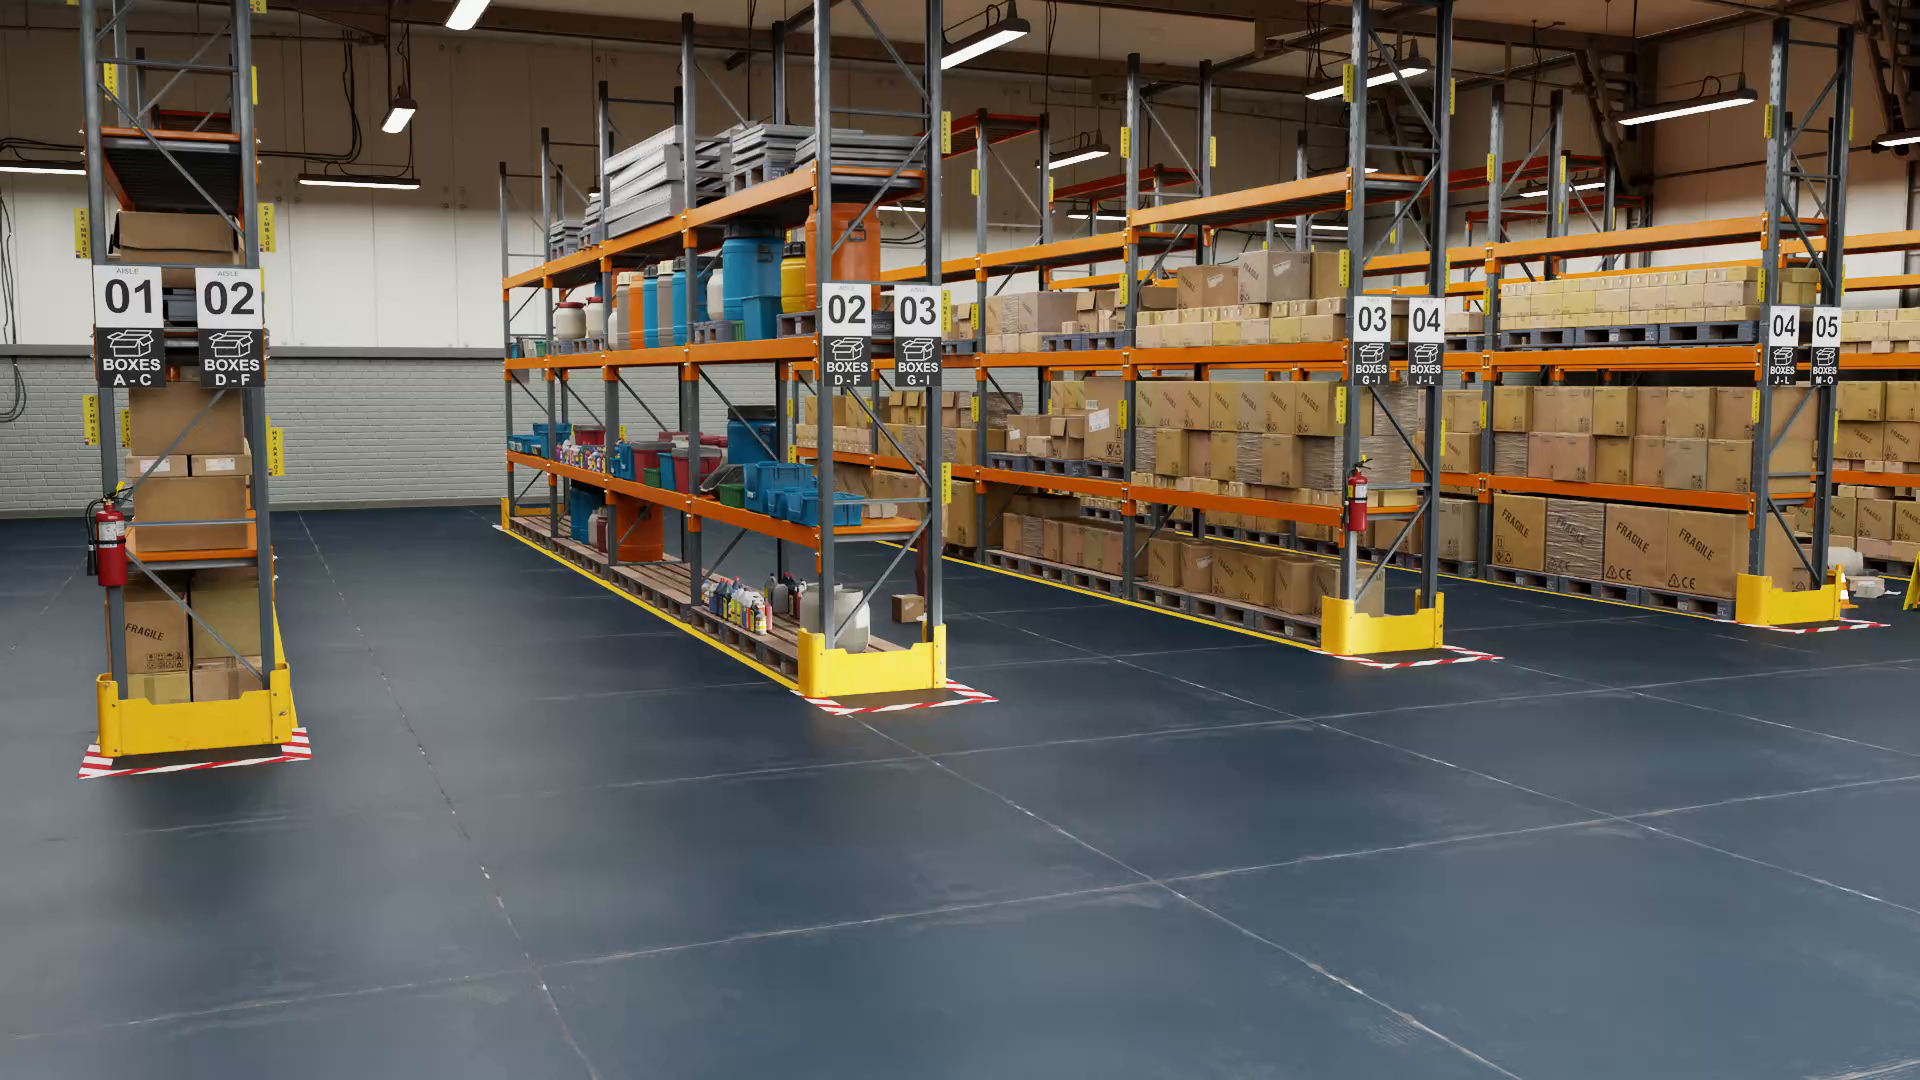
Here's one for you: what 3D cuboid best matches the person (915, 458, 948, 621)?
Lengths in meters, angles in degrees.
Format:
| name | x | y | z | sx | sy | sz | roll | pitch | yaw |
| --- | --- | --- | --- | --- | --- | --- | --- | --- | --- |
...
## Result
| name | x | y | z | sx | sy | sz | roll | pitch | yaw |
| --- | --- | --- | --- | --- | --- | --- | --- | --- | --- |
| person | -0.339 | -0.016 | 17.131 | 0.412 | 1.672 | 0.496 | -3 | 6 | -25 |
